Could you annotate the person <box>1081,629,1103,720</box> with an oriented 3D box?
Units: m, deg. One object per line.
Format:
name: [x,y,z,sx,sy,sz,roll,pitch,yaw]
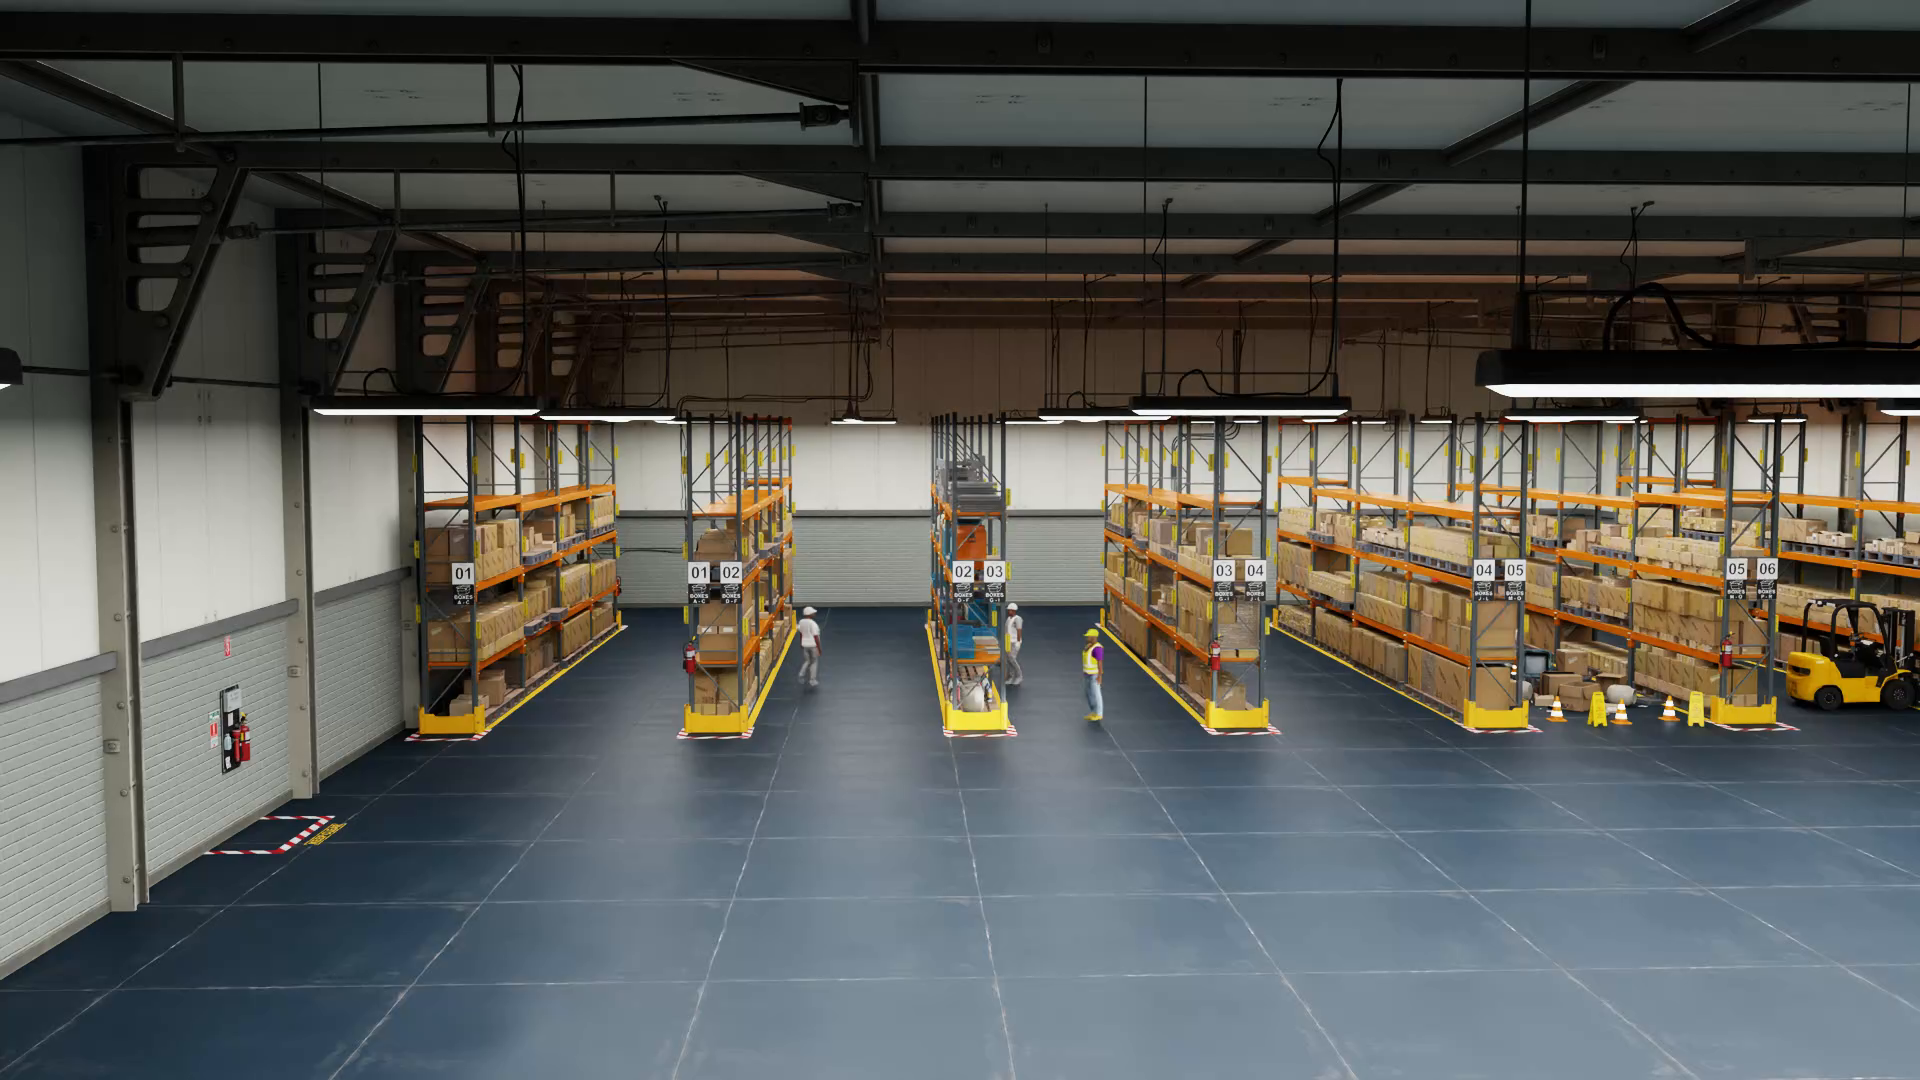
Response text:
person: [2.590,2.634,32.470,0.365,1.799,0.681,-2,4,-25]

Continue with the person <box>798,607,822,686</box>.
person: [-3.316,2.341,36.593,0.579,1.756,0.603,2,4,28]

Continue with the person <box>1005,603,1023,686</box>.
person: [1.153,2.314,36.998,0.408,1.809,0.614,-1,4,-20]

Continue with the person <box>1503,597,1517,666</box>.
person: [13.094,2.136,39.665,0.639,1.821,0.570,-1,4,-16]

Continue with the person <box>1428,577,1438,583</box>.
person: [12.360,1.851,43.689,0.499,1.790,0.597,2,4,28]
